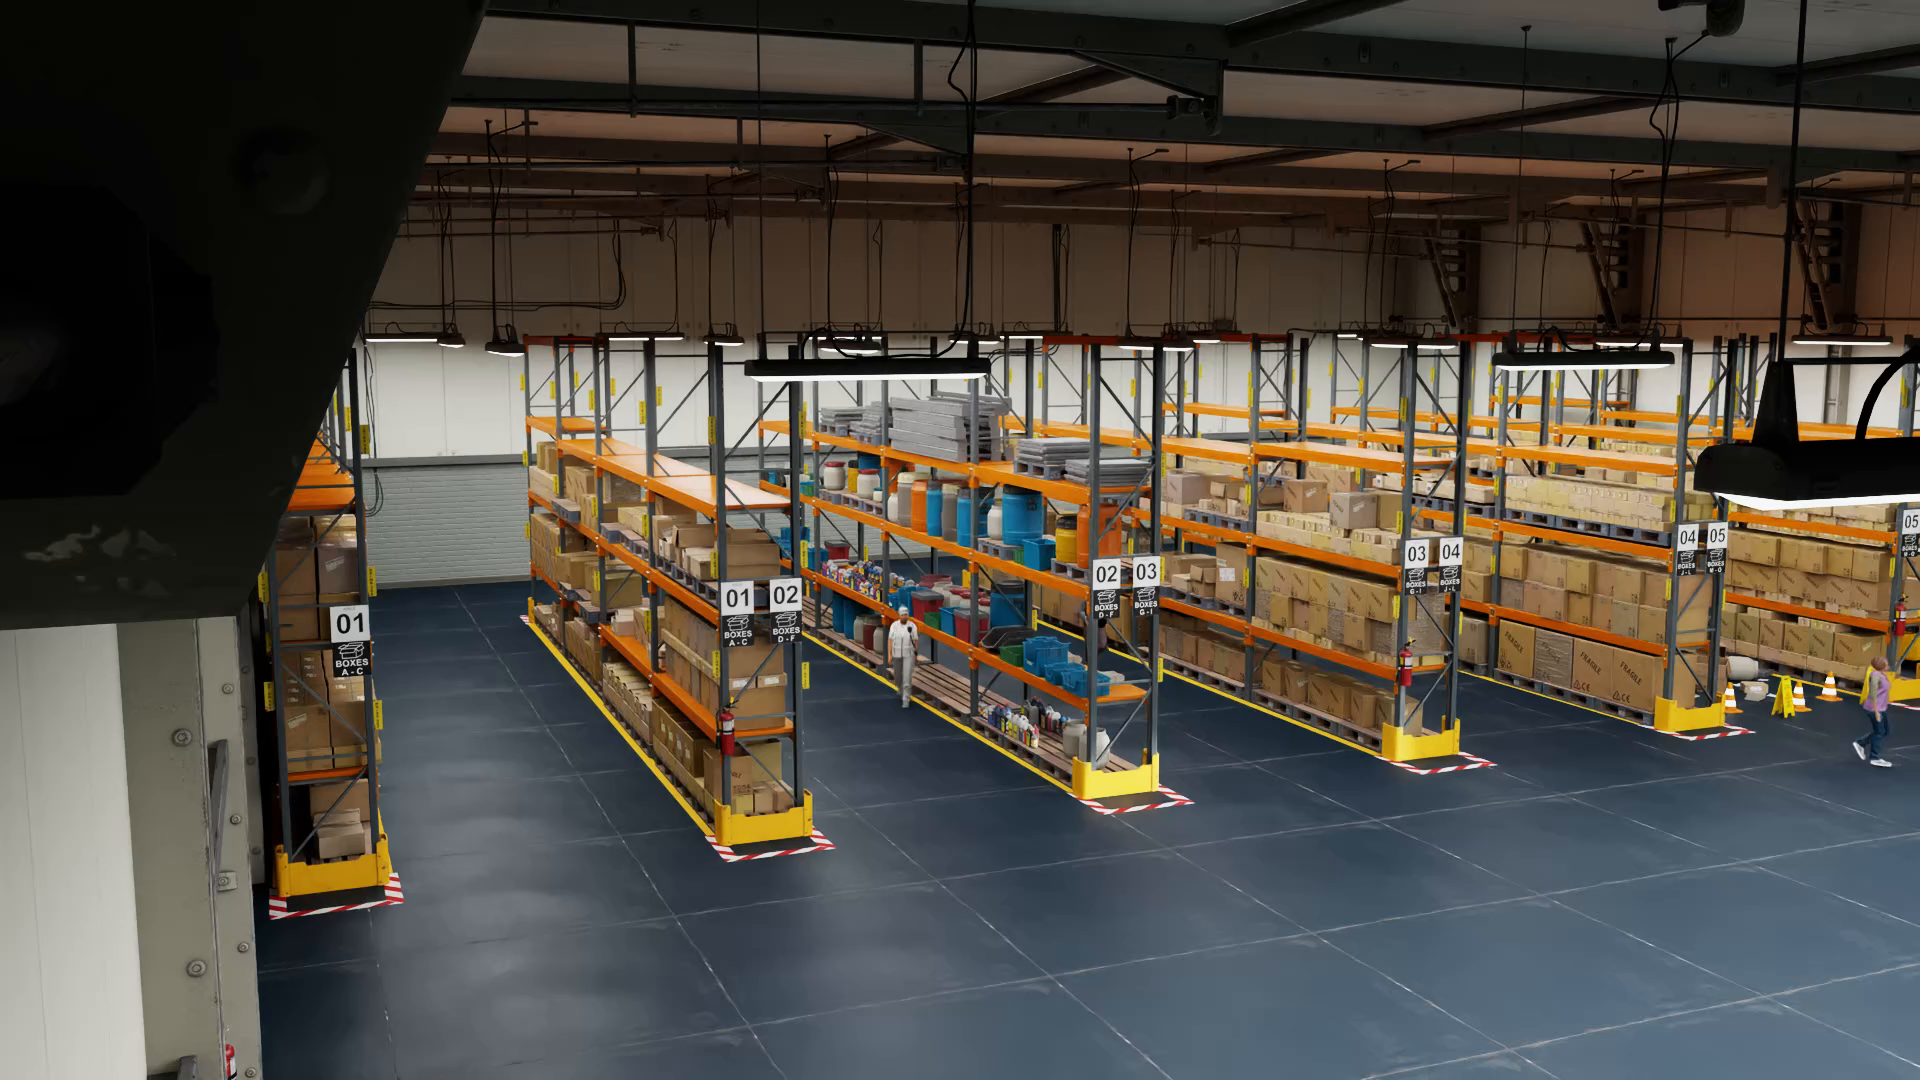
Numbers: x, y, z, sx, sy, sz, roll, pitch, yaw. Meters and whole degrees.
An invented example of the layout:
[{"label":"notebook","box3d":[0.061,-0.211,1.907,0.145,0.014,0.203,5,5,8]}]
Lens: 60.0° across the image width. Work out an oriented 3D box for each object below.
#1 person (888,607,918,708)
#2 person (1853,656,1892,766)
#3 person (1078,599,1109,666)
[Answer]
[{"label":"person","box3d":[-0.933,1.886,27.367,0.485,1.604,1.047,1,8,7]},{"label":"person","box3d":[12.983,2.407,23.597,0.532,1.586,0.442,7,10,42]},{"label":"person","box3d":[2.447,1.577,30.006,0.706,1.559,0.715,-2,8,-13]}]
